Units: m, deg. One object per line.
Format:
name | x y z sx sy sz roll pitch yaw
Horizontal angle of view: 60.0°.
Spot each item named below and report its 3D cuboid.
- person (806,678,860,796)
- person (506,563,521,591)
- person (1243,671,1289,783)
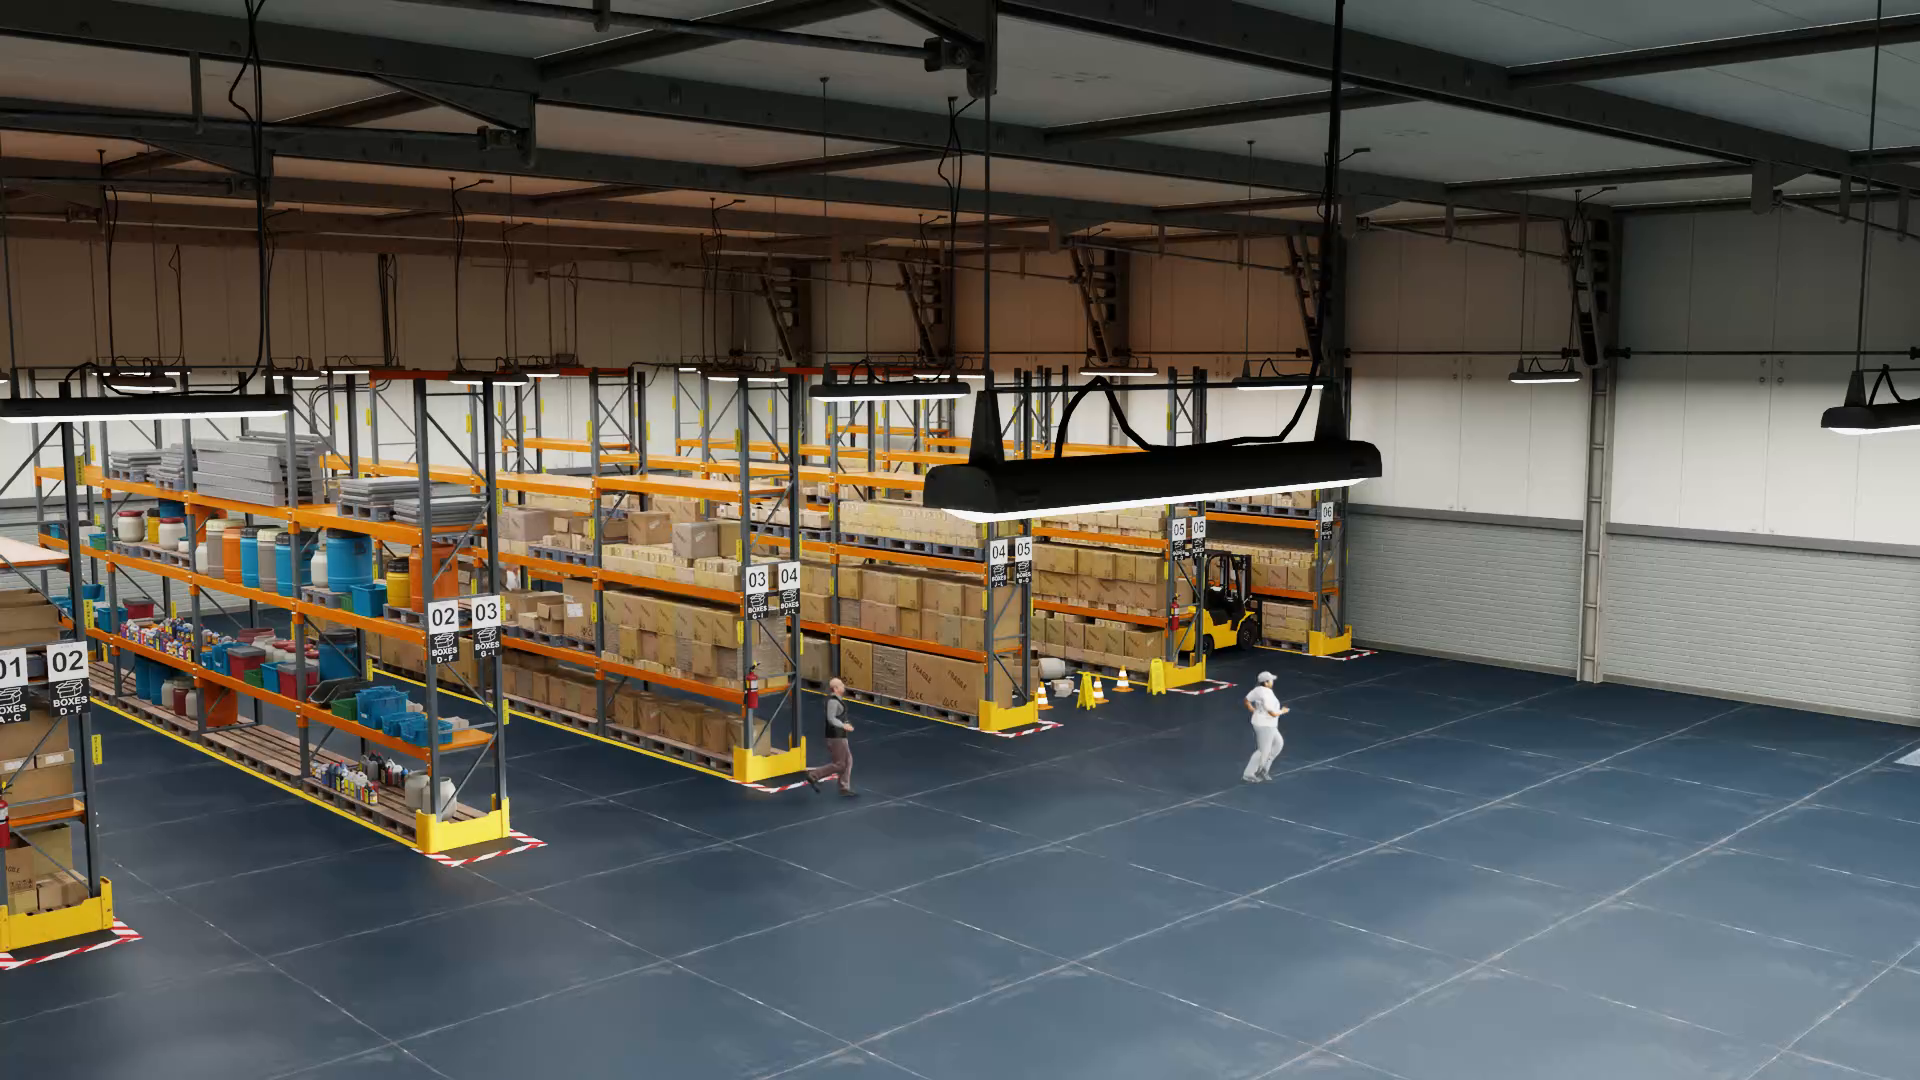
person | -1.823 2.823 23.682 0.777 1.723 0.680 -1 7 -13
person | -9.786 1.333 36.515 0.718 1.797 1.047 -6 8 -40
person | 4.499 2.759 24.441 0.678 1.685 0.578 0 6 -2
